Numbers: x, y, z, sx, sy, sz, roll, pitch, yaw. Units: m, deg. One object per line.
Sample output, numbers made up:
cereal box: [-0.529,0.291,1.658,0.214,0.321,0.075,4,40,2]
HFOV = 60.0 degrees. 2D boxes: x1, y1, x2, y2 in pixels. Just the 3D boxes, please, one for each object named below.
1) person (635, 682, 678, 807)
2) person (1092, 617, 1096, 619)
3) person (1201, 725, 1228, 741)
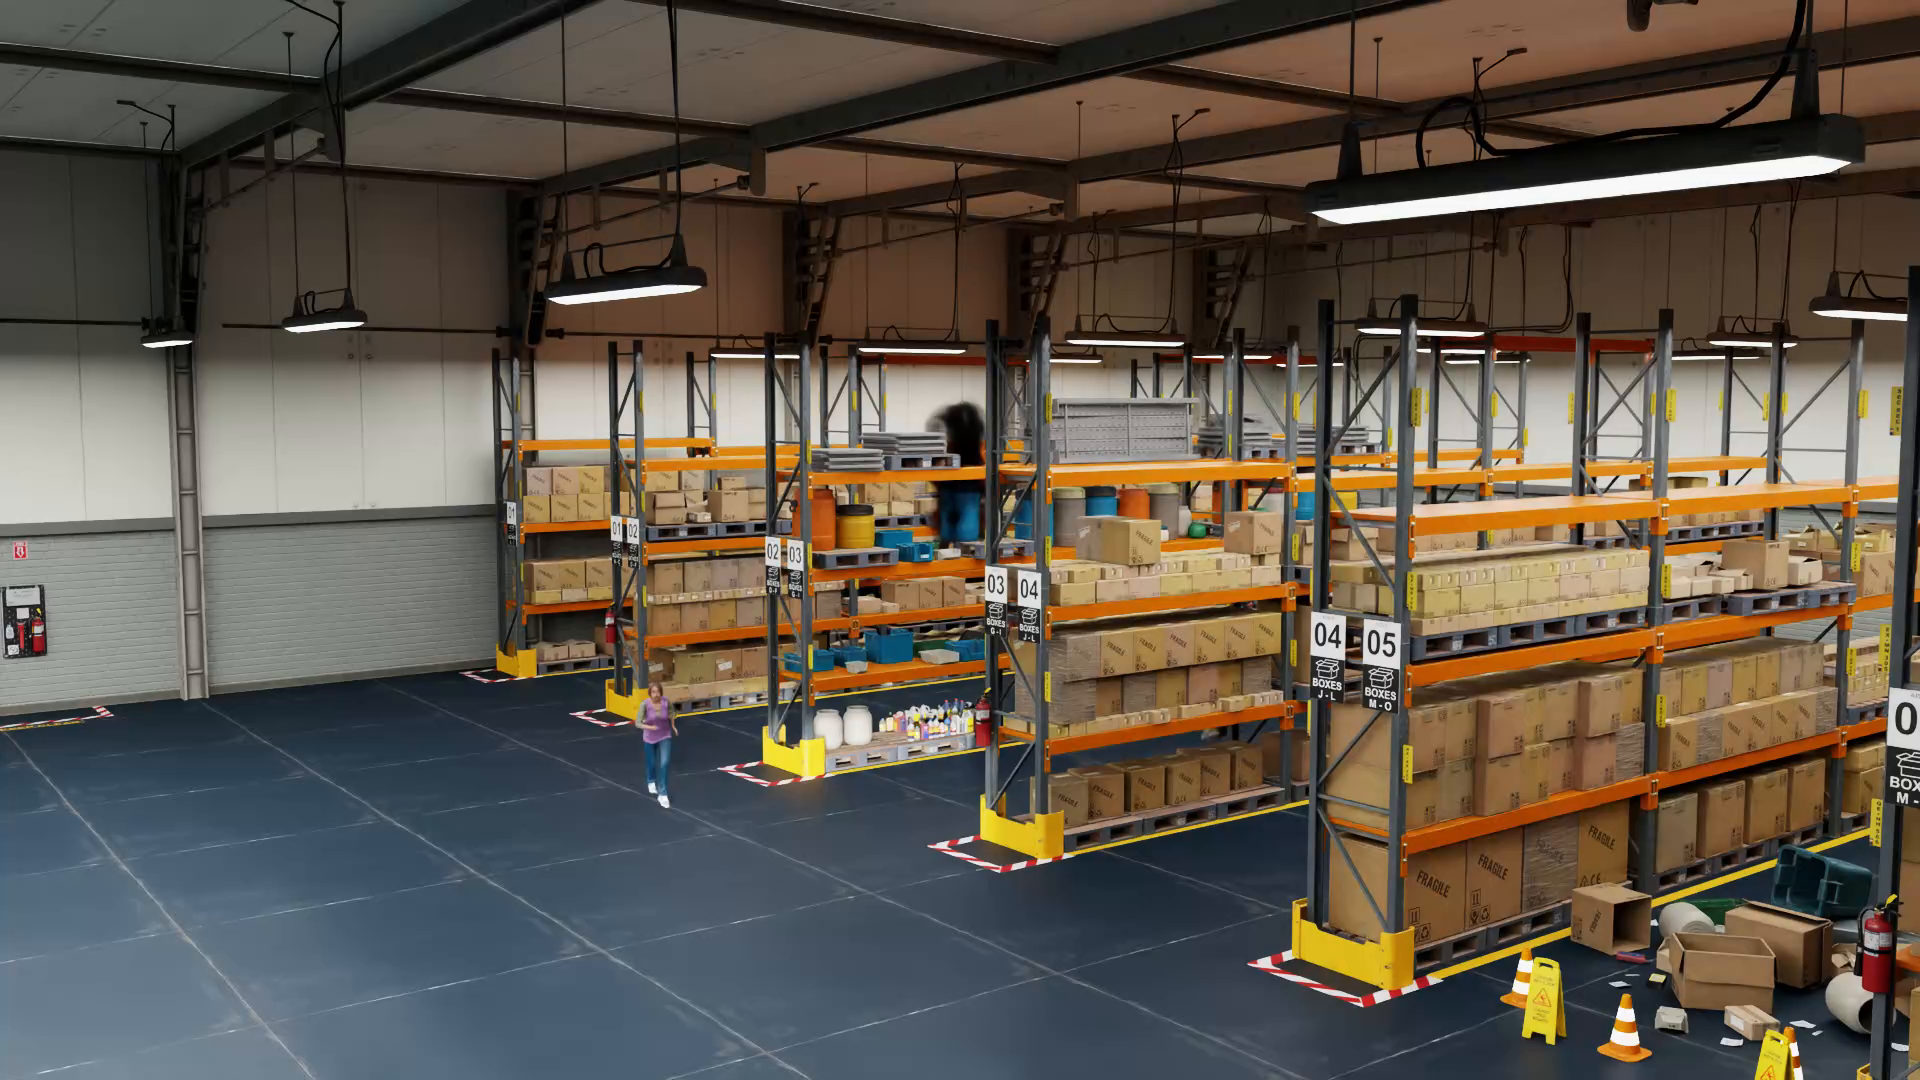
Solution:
person: [-3.852,2.536,21.032,0.505,1.566,0.905,-1,5,-14]
person: [2.573,1.735,30.057,0.610,1.618,0.667,4,6,36]
person: [3.534,1.995,23.484,0.711,1.775,0.702,-4,6,-35]
